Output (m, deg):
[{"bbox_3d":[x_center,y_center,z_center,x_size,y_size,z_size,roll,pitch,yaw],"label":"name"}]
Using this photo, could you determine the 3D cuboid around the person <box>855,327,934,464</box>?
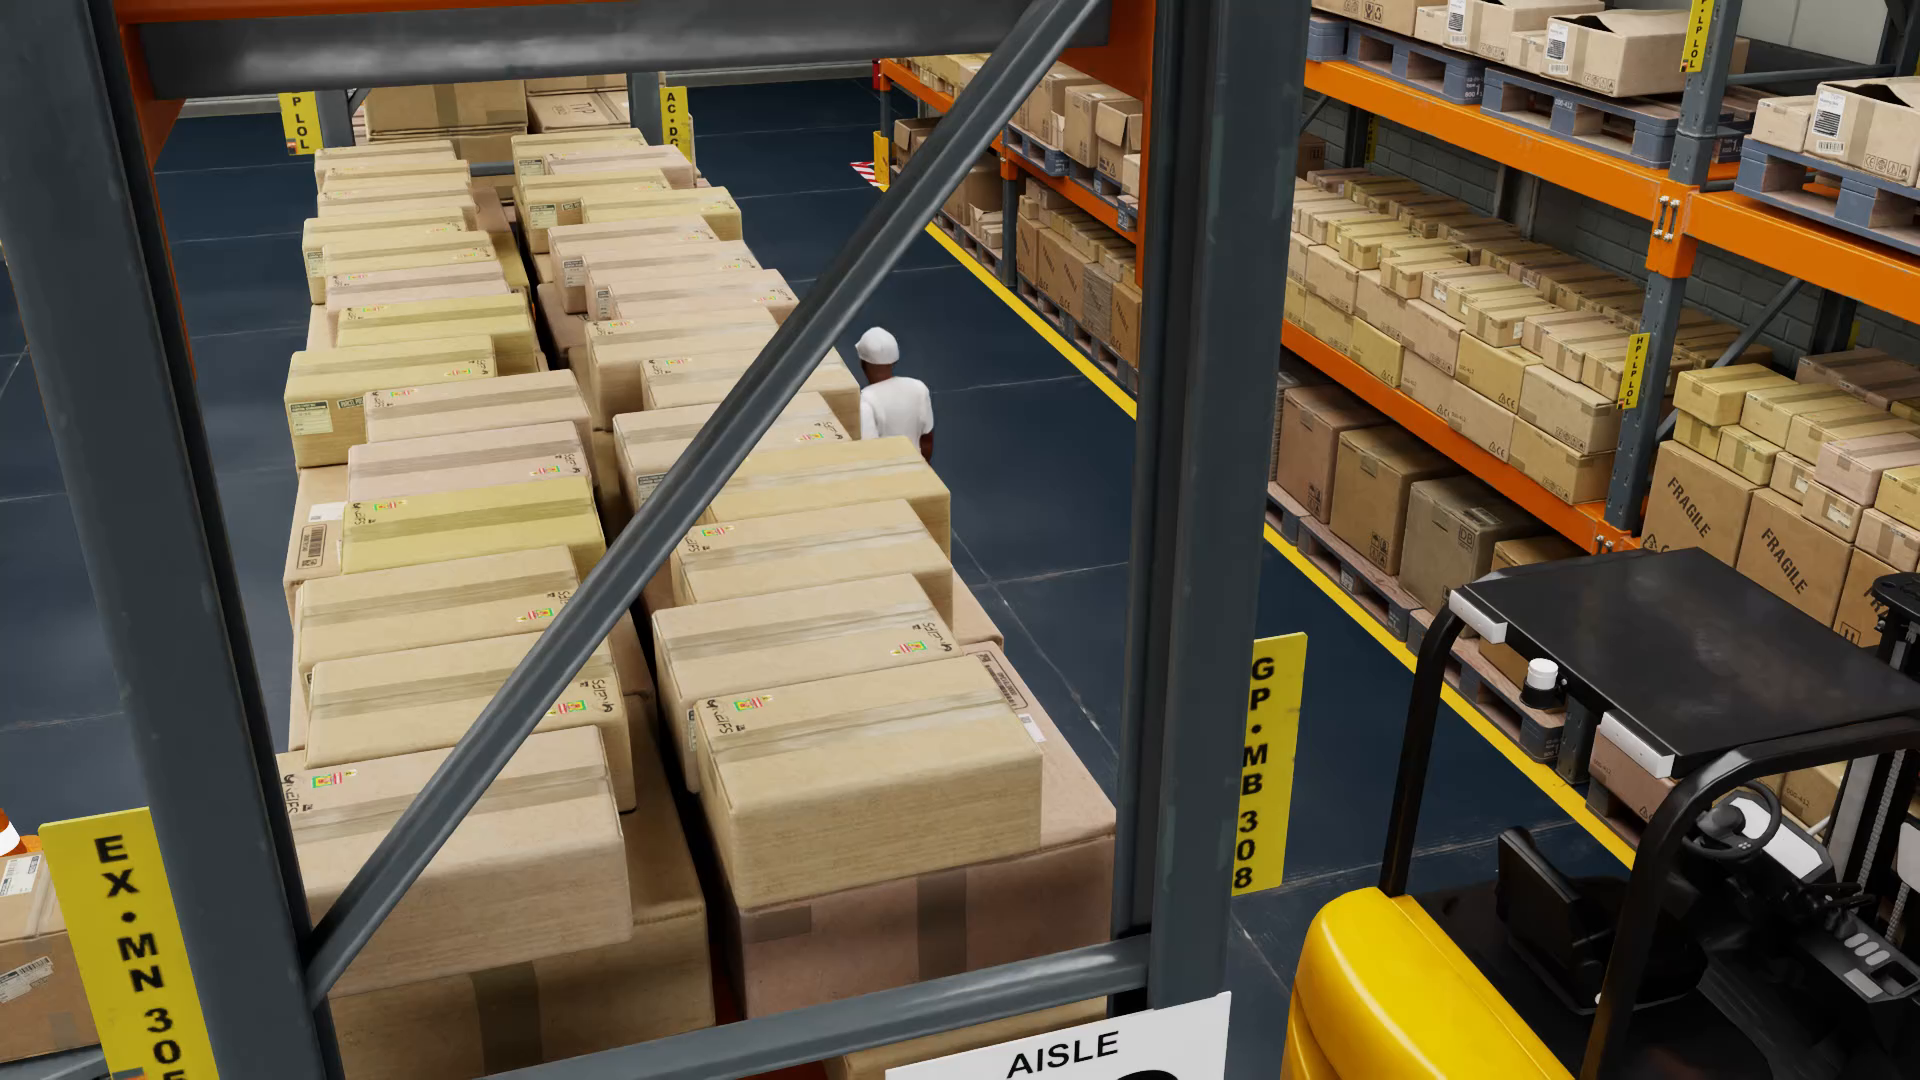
[{"bbox_3d":[-0.377,-0.275,8.678,0.593,1.717,1.037,-17,31,-31],"label":"person"}]
